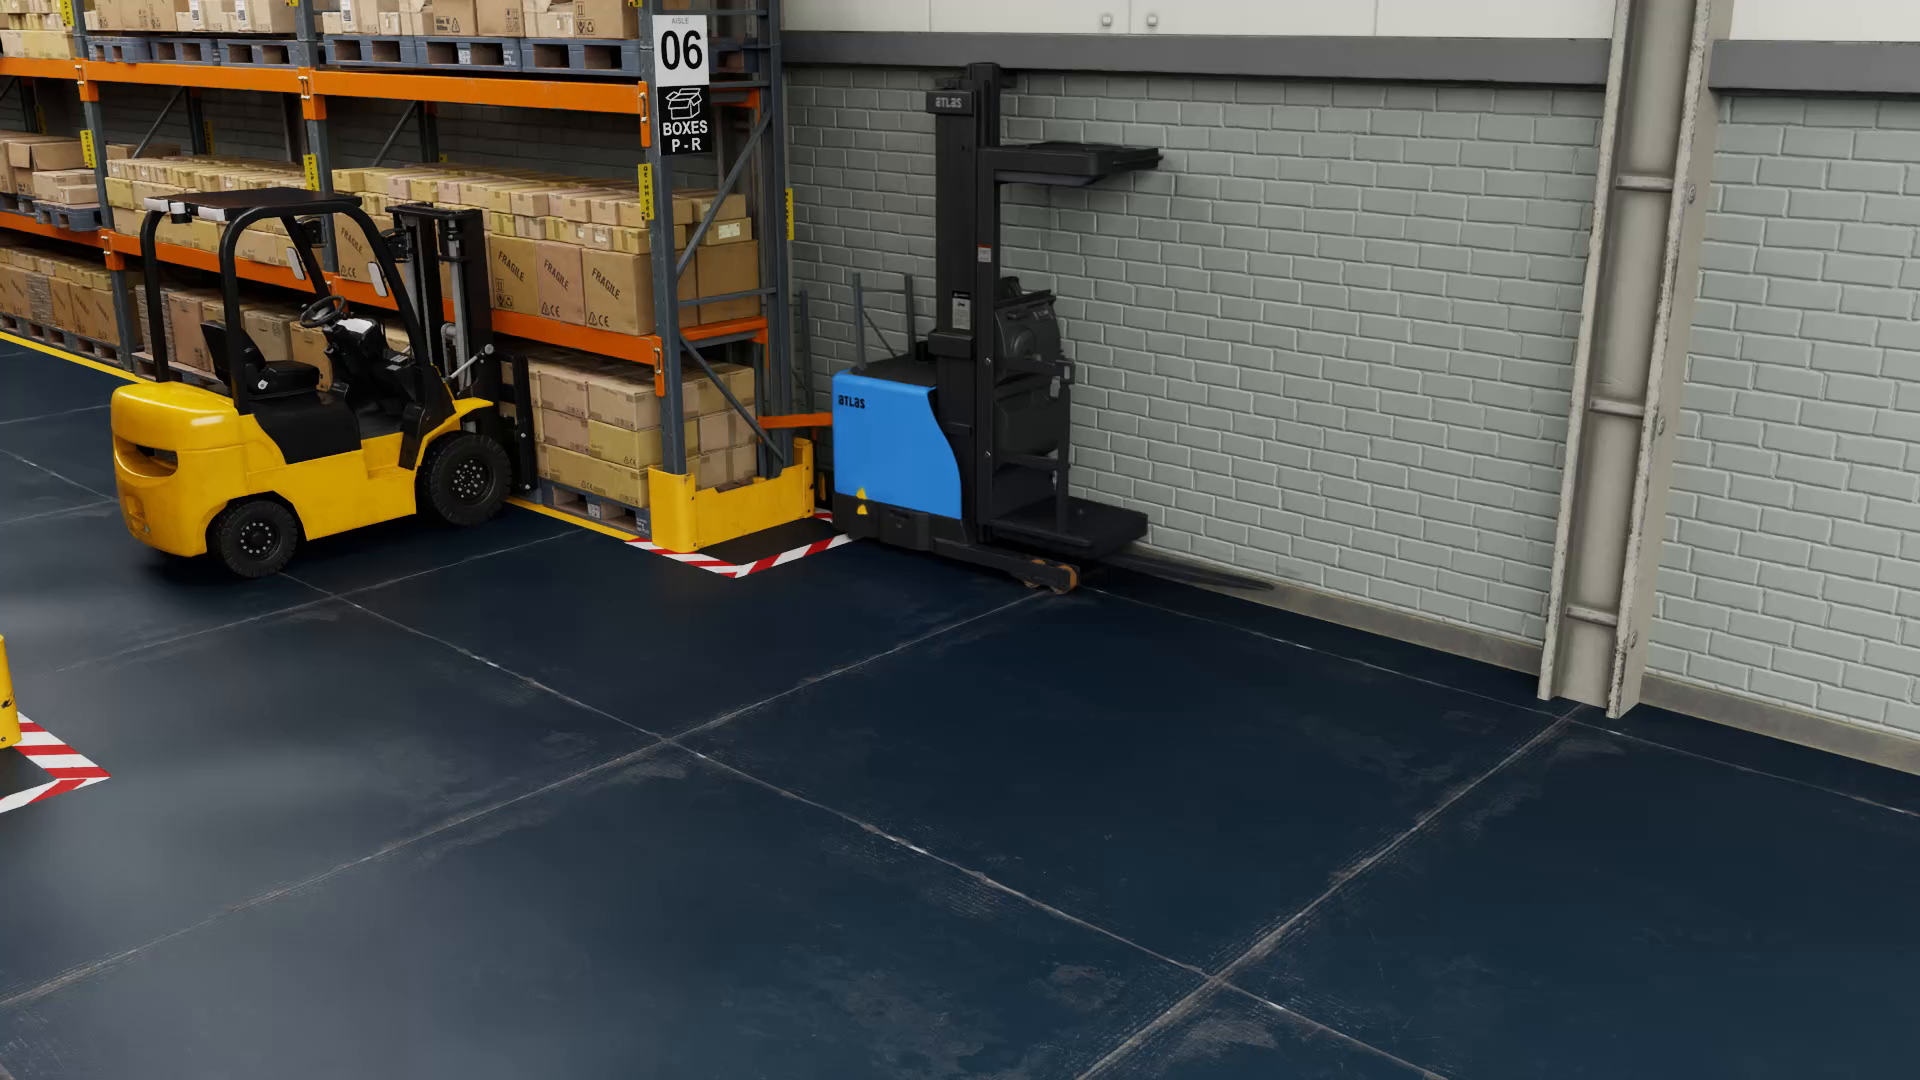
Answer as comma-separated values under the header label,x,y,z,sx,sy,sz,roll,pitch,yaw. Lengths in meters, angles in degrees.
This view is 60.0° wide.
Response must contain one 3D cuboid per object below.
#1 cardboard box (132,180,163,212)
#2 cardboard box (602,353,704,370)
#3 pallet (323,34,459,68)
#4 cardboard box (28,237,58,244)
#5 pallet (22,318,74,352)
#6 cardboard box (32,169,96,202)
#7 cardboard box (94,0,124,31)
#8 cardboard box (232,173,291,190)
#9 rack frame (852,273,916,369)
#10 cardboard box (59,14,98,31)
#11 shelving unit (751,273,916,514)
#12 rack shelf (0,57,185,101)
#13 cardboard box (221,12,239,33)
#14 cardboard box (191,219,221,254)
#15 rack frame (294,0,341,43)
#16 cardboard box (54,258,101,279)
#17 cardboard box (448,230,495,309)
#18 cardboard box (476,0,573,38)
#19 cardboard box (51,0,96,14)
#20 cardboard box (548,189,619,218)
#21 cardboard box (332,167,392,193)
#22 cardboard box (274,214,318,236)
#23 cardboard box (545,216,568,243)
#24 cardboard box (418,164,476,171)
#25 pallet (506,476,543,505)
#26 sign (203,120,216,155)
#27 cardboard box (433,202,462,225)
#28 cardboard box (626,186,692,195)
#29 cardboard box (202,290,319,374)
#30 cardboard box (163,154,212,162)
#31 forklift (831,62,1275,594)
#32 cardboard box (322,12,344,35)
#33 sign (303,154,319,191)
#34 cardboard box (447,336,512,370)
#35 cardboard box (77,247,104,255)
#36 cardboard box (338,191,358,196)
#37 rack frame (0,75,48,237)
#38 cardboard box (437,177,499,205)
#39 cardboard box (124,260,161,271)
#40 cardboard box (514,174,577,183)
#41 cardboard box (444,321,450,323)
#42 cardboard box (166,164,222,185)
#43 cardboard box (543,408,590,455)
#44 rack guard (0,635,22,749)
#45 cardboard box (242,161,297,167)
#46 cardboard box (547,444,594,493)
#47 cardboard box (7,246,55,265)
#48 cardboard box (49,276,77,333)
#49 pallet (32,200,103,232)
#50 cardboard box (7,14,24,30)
label,x,y,z,sx,sy,sz,roll,pitch,yaw
cardboard box,-6.921,-3.040,14.652,0.500,0.250,0.500,16,24,41
cardboard box,-2.091,-1.117,11.370,0.500,0.250,0.500,15,23,39
pallet,-3.818,-3.537,11.985,1.213,0.211,1.003,15,23,39
cardboard box,-9.990,-3.230,18.197,0.250,0.149,0.380,14,22,37
pallet,-8.906,-2.192,17.171,1.213,0.211,1.003,15,23,39
cardboard box,-8.469,-3.385,15.873,0.500,0.250,0.500,14,22,37
cardboard box,-7.085,-4.643,14.298,0.500,0.500,0.500,15,23,40
cardboard box,-5.668,-2.888,13.516,0.250,0.149,0.380,14,23,38
rack frame,-0.448,-0.933,10.564,0.032,1.500,0.500,1,5,43
cardboard box,-7.890,-4.683,15.039,0.250,0.149,0.380,16,23,40
shelving unit,-0.824,-0.937,10.919,1.083,1.500,0.587,1,5,43
rack shelf,-8.961,-4.606,16.398,4.000,0.370,1.077,15,23,39
cardboard box,-5.497,-4.025,12.932,0.250,0.149,0.380,15,23,39
cardboard box,-6.146,-2.594,14.073,0.500,0.250,0.500,16,24,41
rack frame,-4.473,-5.174,12.039,0.127,3.000,1.000,15,23,39
cardboard box,-8.749,-2.702,16.531,0.250,0.149,0.380,15,23,38
cardboard box,-3.172,-1.906,11.494,0.500,0.500,0.500,15,23,40
cardboard box,-2.674,-3.499,10.694,0.500,0.500,0.700,15,23,40
cardboard box,-7.918,-4.810,14.948,0.250,0.149,0.380,16,24,41
cardboard box,-2.445,-2.190,10.825,0.250,0.149,0.380,15,23,40
cardboard box,-4.432,-2.682,12.375,0.250,0.149,0.380,16,23,40
cardboard box,-5.010,-2.522,13.022,0.500,0.250,0.500,14,23,38
cardboard box,-2.469,-2.038,10.836,0.250,0.149,0.380,15,23,39
cardboard box,-3.873,-2.758,12.614,0.250,0.149,0.380,14,23,38
pallet,-2.989,-0.572,12.064,1.213,0.211,1.003,15,23,39
sign,-7.099,-3.796,15.700,0.005,0.325,0.100,15,23,39
cardboard box,-3.471,-2.285,11.614,0.250,0.149,0.380,14,22,38
cardboard box,-1.971,-2.236,10.969,0.250,0.149,0.380,16,23,40
cardboard box,-6.010,-1.793,14.535,0.625,0.625,0.875,14,22,37
cardboard box,-7.087,-3.455,15.303,0.250,0.149,0.380,16,24,41
forklift,0.668,-1.265,9.754,3.031,2.935,1.130,13,22,35
cardboard box,-4.339,-3.714,11.952,0.250,0.149,0.380,16,23,40
sign,-4.826,-2.704,12.391,0.005,0.325,0.100,15,23,39
cardboard box,-3.564,-1.311,11.981,0.500,0.250,0.500,16,24,41
cardboard box,-8.993,-2.980,17.409,0.250,0.149,0.380,15,23,40
cardboard box,-4.409,-2.548,12.444,0.250,0.149,0.380,15,23,38
rack frame,-10.457,-3.921,18.008,0.127,3.000,1.000,15,23,39
cardboard box,-3.415,-2.442,11.617,0.250,0.149,0.380,15,23,39
cardboard box,-8.068,-2.702,16.533,0.250,0.149,0.380,15,23,40
cardboard box,-2.929,-2.495,11.786,0.250,0.149,0.380,16,24,41
cardboard box,-3.977,-1.626,12.974,0.500,0.250,0.500,16,23,40
cardboard box,-6.600,-3.152,14.346,0.250,0.149,0.380,15,23,40
cardboard box,-2.421,-0.770,11.103,0.500,0.250,0.500,15,23,39
rack guard,-4.830,0.788,7.301,0.348,0.500,1.175,15,23,39
cardboard box,-6.048,-3.227,14.585,0.250,0.149,0.380,15,23,38
cardboard box,-2.408,-0.526,11.162,0.500,0.250,0.500,15,23,39
cardboard box,-9.693,-2.968,17.370,0.250,0.149,0.380,15,23,38
cardboard box,-8.684,-2.370,16.560,0.500,0.500,0.500,16,24,42
pallet,-8.018,-3.147,15.885,1.003,0.211,1.213,15,23,39
cardboard box,-8.835,-4.947,15.871,0.250,0.149,0.380,16,24,41
